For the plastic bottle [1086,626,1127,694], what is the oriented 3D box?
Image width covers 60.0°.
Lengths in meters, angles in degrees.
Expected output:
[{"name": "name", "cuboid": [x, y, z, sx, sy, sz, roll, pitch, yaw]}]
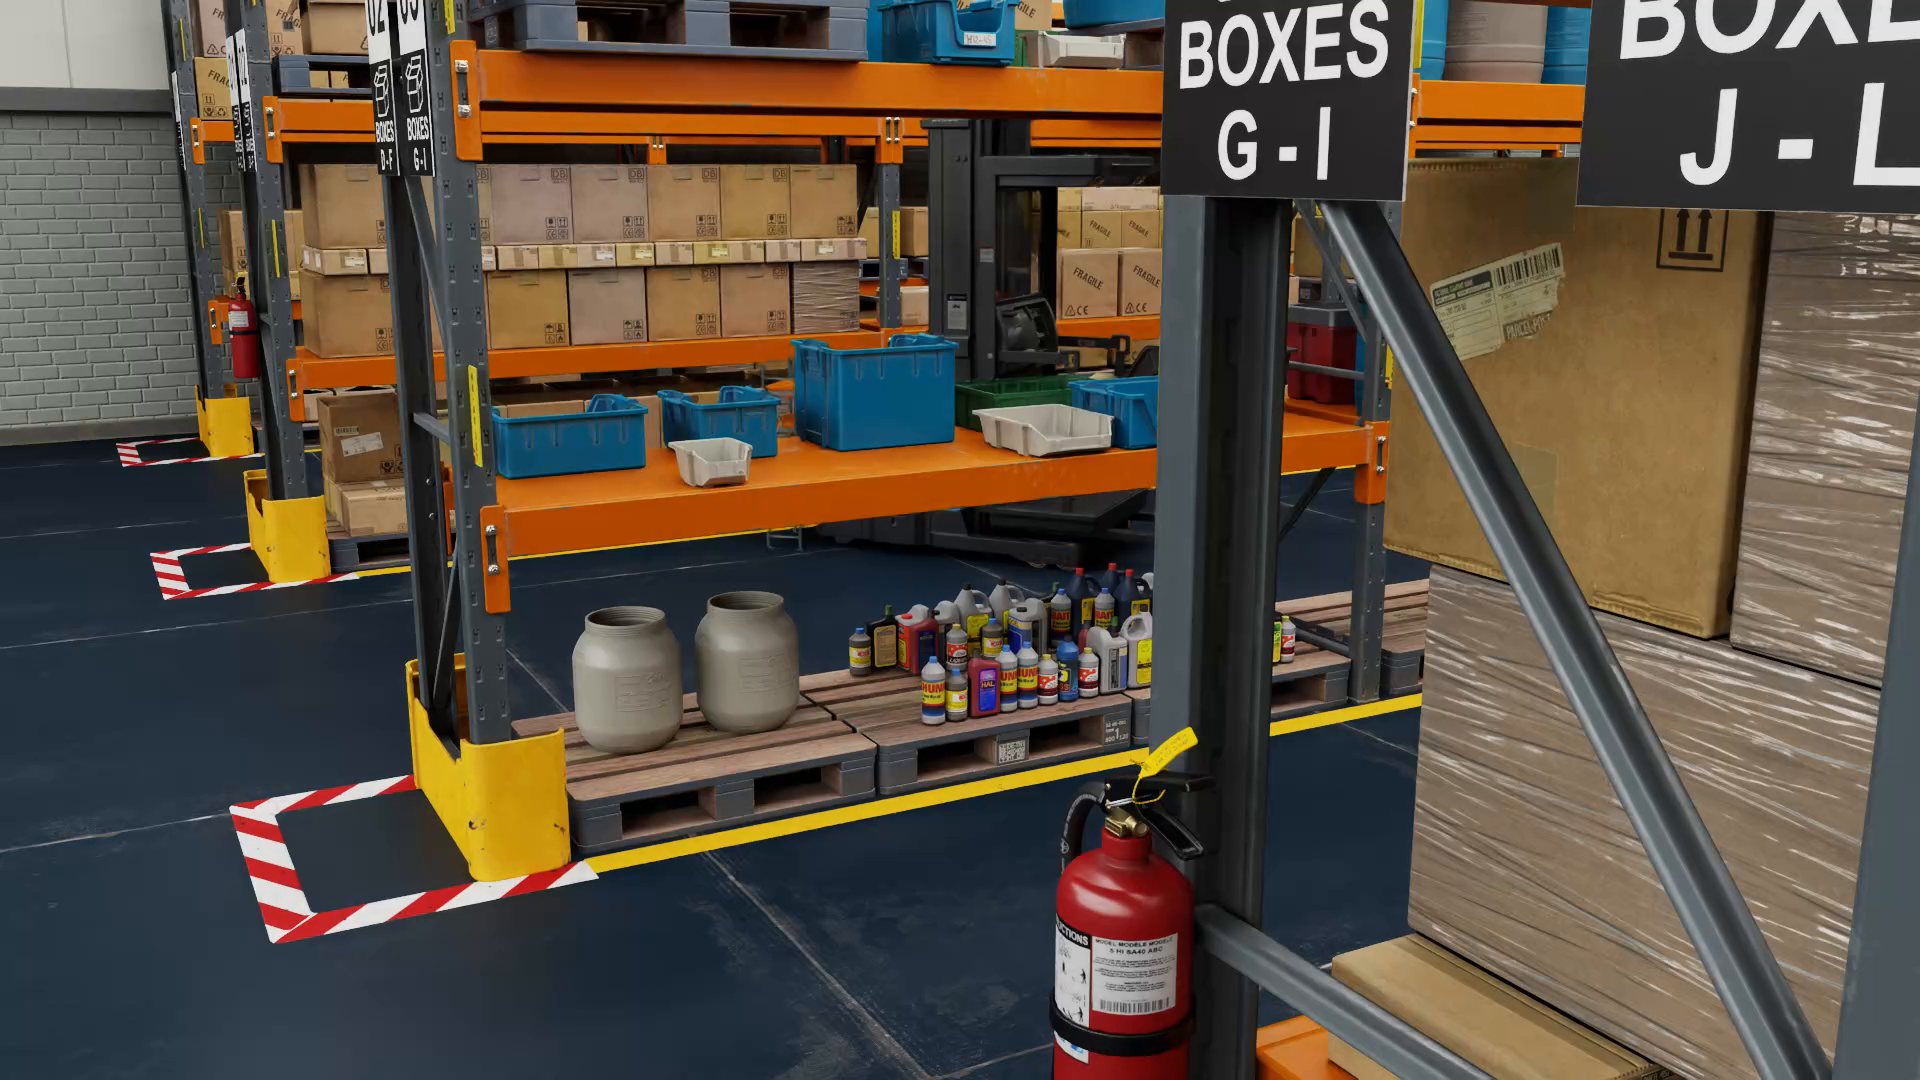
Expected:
[{"name": "plastic bottle", "cuboid": [0.638, 0.509, 7.215, 0.135, 0.276, 0.152, -7, 14, -27]}]

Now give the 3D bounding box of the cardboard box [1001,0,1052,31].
[{"name": "cardboard box", "cuboid": [0.341, -3.836, 12.168, 0.500, 0.500, 0.500, -5, 14, -22]}]

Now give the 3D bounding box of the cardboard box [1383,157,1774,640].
[{"name": "cardboard box", "cuboid": [0.888, -0.210, 2.030, 0.500, 0.500, 0.500, -7, 14, -28]}]

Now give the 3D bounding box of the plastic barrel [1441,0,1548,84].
[{"name": "plastic barrel", "cuboid": [2.578, -2.671, 8.171, 0.600, 0.901, 0.600, 0, 13, 0]}]

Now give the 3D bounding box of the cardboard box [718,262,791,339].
[{"name": "cardboard box", "cuboid": [-1.555, -1.698, 11.593, 0.500, 0.500, 0.700, -7, 14, -28]}]

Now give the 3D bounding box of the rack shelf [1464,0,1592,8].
[{"name": "rack shelf", "cuboid": [2.280, -0.746, 2.399, 4.000, 0.370, 1.077, -7, 14, -28]}]

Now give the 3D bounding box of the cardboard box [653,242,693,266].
[{"name": "cardboard box", "cuboid": [-1.960, -1.916, 11.084, 0.250, 0.149, 0.380, -6, 14, -26]}]

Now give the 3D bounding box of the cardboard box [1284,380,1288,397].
[{"name": "cardboard box", "cuboid": [2.461, -1.209, 13.678, 0.500, 0.311, 0.500, -6, 14, -26]}]

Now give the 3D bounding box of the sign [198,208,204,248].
[{"name": "sign", "cuboid": [-6.336, -2.605, 13.880, 0.005, 0.325, 0.100, -7, 14, -28]}]

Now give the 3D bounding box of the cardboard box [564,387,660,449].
[{"name": "cardboard box", "cuboid": [-2.324, -0.733, 11.132, 0.500, 0.500, 0.500, -7, 14, -28]}]

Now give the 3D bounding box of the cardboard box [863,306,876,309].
[{"name": "cardboard box", "cuboid": [-0.712, -2.356, 17.729, 0.500, 0.250, 0.500, -7, 14, -27]}]

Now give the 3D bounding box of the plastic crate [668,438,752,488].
[{"name": "plastic crate", "cuboid": [-0.909, -0.281, 6.128, 0.250, 0.136, 0.298, -7, 14, -28]}]

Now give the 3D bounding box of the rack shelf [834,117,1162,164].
[{"name": "rack shelf", "cuboid": [1.047, -3.076, 12.754, 4.000, 0.370, 1.077, -7, 14, -28]}]

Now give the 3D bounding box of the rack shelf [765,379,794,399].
[{"name": "rack shelf", "cuboid": [-1.090, -0.962, 10.855, 0.258, 0.148, 0.480, 3, 13, 14]}]

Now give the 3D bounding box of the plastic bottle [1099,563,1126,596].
[{"name": "plastic bottle", "cuboid": [0.754, 0.284, 8.046, 0.185, 0.351, 0.144, -6, 14, -26]}]

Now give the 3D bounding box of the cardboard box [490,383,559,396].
[{"name": "cardboard box", "cuboid": [-3.020, -0.784, 11.358, 0.500, 0.500, 0.500, -7, 14, -28]}]

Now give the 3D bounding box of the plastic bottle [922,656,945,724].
[{"name": "plastic bottle", "cuboid": [-0.108, 0.608, 6.788, 0.097, 0.271, 0.097, 0, 13, 0]}]

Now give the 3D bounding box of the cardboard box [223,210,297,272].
[{"name": "cardboard box", "cuboid": [-6.033, -2.582, 14.337, 0.500, 0.500, 0.500, -7, 14, -28]}]

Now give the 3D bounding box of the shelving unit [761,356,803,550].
[{"name": "shelving unit", "cuboid": [-1.086, -0.578, 10.940, 0.258, 1.200, 0.503, 3, 13, 14]}]

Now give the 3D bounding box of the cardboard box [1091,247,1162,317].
[{"name": "cardboard box", "cuboid": [1.338, -2.043, 13.130, 0.500, 0.500, 0.500, -8, 15, -31]}]

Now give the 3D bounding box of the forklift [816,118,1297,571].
[{"name": "forklift", "cuboid": [0.612, -1.372, 10.529, 3.031, 2.935, 1.130, 5, 14, 23]}]

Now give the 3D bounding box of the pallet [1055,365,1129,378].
[{"name": "pallet", "cuboid": [1.154, -1.837, 18.789, 1.213, 0.211, 1.003, -7, 14, -28]}]

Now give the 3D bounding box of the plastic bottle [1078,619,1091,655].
[{"name": "plastic bottle", "cuboid": [0.587, 0.485, 7.306, 0.133, 0.283, 0.061, -7, 14, -28]}]

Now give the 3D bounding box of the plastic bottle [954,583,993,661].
[{"name": "plastic bottle", "cuboid": [0.052, 0.368, 7.672, 0.185, 0.351, 0.144, -6, 14, -26]}]

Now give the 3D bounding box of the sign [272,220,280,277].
[{"name": "sign", "cuboid": [-3.959, -1.686, 9.618, 0.005, 0.325, 0.100, -7, 14, -28]}]

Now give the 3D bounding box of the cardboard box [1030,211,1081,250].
[{"name": "cardboard box", "cuboid": [0.975, -3.334, 18.141, 0.500, 0.500, 0.500, -6, 14, -26]}]

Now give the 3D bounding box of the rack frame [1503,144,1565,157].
[{"name": "rack frame", "cuboid": [7.448, -3.970, 21.919, 0.127, 3.000, 1.000, -7, 14, -28]}]

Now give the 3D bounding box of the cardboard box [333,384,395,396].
[{"name": "cardboard box", "cuboid": [-5.445, -1.305, 15.199, 0.500, 0.311, 0.500, -6, 14, -23]}]

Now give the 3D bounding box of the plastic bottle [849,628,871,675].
[{"name": "plastic bottle", "cuboid": [-0.447, 0.495, 7.449, 0.097, 0.201, 0.097, 0, 13, 0]}]

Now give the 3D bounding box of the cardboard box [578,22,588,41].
[{"name": "cardboard box", "cuboid": [-2.631, -3.240, 10.340, 0.500, 0.500, 0.500, -7, 14, -28]}]

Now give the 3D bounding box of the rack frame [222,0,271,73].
[{"name": "rack frame", "cuboid": [-4.219, -4.260, 9.541, 0.127, 3.000, 1.000, -7, 14, -28]}]

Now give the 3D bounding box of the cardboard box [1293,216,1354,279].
[{"name": "cardboard box", "cuboid": [3.301, -2.516, 14.273, 0.700, 0.500, 0.500, 11, 17, 41]}]

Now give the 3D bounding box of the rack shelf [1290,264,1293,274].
[{"name": "rack shelf", "cuboid": [2.181, -2.988, 19.193, 4.000, 0.370, 1.077, -7, 14, -28]}]

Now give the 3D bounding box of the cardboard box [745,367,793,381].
[{"name": "cardboard box", "cuboid": [-1.265, -0.994, 12.294, 0.500, 0.500, 0.500, -7, 14, -28]}]

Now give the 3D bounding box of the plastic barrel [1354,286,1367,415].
[{"name": "plastic barrel", "cuboid": [2.146, -1.025, 7.692, 0.708, 0.901, 0.600, -7, 14, -28]}]

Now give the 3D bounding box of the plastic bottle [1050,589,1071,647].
[{"name": "plastic bottle", "cuboid": [0.478, 0.365, 7.866, 0.097, 0.271, 0.097, 0, 13, 0]}]

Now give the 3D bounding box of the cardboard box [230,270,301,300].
[{"name": "cardboard box", "cuboid": [-6.016, -2.214, 14.410, 0.500, 0.250, 0.500, -7, 15, -29]}]

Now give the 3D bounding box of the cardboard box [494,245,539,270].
[{"name": "cardboard box", "cuboid": [-2.866, -1.807, 10.600, 0.250, 0.149, 0.380, -7, 15, -30]}]

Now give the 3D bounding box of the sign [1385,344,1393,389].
[{"name": "sign", "cuboid": [1.916, -0.826, 7.319, 0.005, 0.325, 0.100, -7, 14, -28]}]

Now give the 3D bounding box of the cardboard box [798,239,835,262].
[{"name": "cardboard box", "cuboid": [-1.062, -2.023, 11.563, 0.250, 0.149, 0.380, -7, 15, -29]}]

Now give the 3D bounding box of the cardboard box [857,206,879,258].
[{"name": "cardboard box", "cuboid": [-1.065, -3.205, 17.290, 0.500, 0.500, 0.700, -7, 14, -28]}]

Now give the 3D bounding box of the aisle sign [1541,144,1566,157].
[{"name": "aisle sign", "cuboid": [7.655, -5.188, 21.410, 0.004, 0.787, 0.394, -7, 14, -28]}]

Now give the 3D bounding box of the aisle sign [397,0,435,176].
[{"name": "aisle sign", "cuboid": [-1.772, -1.582, 5.386, 0.004, 0.787, 0.394, -7, 14, -28]}]

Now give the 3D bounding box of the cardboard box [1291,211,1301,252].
[{"name": "cardboard box", "cuboid": [3.652, -3.656, 19.572, 0.500, 0.500, 0.500, -7, 15, -29]}]

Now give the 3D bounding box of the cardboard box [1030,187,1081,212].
[{"name": "cardboard box", "cuboid": [0.973, -3.699, 18.056, 0.500, 0.250, 0.500, -6, 14, -27]}]

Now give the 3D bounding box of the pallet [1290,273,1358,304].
[{"name": "pallet", "cuboid": [3.364, -2.166, 14.337, 1.003, 0.211, 1.213, -7, 14, -28]}]

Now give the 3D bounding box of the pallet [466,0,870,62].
[{"name": "pallet", "cuboid": [-1.076, -1.817, 5.950, 1.213, 0.211, 1.003, -7, 14, -28]}]

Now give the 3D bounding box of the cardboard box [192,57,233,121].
[{"name": "cardboard box", "cuboid": [-6.183, -3.796, 14.039, 0.500, 0.500, 0.500, -6, 14, -26]}]

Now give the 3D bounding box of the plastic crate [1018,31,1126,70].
[{"name": "plastic crate", "cuboid": [0.447, -1.887, 6.429, 0.396, 0.136, 0.243, -7, 14, -28]}]

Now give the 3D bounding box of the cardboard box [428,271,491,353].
[{"name": "cardboard box", "cuboid": [-3.345, -1.484, 10.645, 0.500, 0.500, 0.700, -6, 14, -26]}]

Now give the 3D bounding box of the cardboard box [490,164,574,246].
[{"name": "cardboard box", "cuboid": [-2.856, -2.176, 10.765, 0.500, 0.500, 0.700, -7, 14, -28]}]

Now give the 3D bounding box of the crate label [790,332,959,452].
[{"name": "crate label", "cuboid": [-0.363, -0.641, 7.044, 0.616, 0.435, 0.502, -7, 14, -28]}]

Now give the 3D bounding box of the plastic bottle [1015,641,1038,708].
[{"name": "plastic bottle", "cuboid": [0.280, 0.561, 6.995, 0.097, 0.271, 0.097, 0, 13, 0]}]

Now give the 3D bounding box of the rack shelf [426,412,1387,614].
[{"name": "rack shelf", "cuboid": [-0.094, -0.237, 6.970, 4.000, 0.370, 1.077, -7, 14, -28]}]

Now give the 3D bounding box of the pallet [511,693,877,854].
[{"name": "pallet", "cuboid": [-1.089, 0.881, 6.713, 1.213, 0.211, 1.003, -7, 14, -28]}]

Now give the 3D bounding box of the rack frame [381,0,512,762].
[{"name": "rack frame", "cuboid": [-1.849, -0.378, 5.956, 0.127, 3.000, 1.000, -7, 14, -28]}]

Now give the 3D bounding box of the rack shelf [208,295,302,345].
[{"name": "rack shelf", "cuboid": [-4.841, -2.146, 15.453, 4.000, 0.370, 1.077, -7, 14, -28]}]

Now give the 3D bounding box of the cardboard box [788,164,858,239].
[{"name": "cardboard box", "cuboid": [-1.095, -2.387, 11.703, 0.500, 0.500, 0.700, -7, 14, -28]}]
